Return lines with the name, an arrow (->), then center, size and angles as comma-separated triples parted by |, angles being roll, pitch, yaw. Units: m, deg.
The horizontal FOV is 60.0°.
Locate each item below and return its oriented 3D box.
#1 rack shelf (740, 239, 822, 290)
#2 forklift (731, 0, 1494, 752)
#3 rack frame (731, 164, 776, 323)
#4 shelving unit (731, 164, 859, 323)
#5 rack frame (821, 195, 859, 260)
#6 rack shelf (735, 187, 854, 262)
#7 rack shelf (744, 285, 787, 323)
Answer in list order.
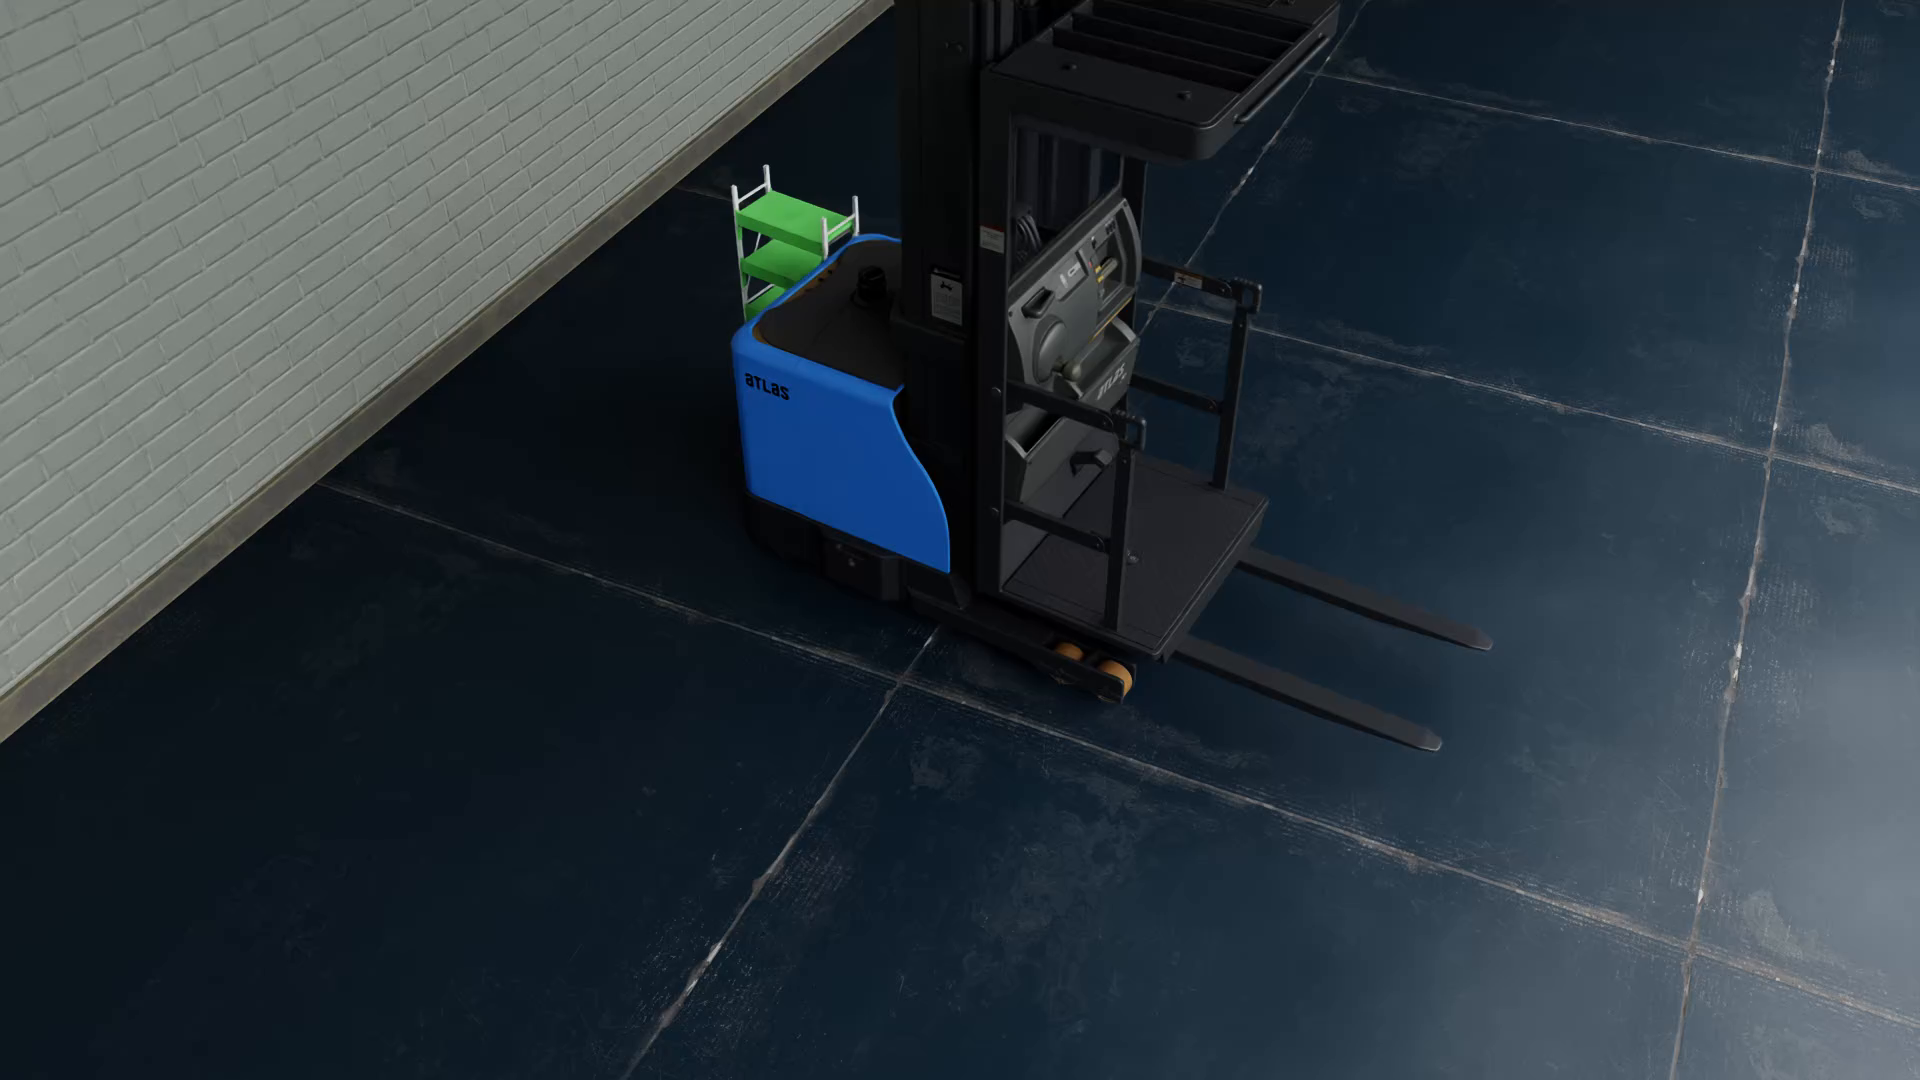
rack shelf -> -0.713, -1.178, 7.425 | 0.480, 0.148, 0.258 | 24, 46, 25
forklift -> 0.605, -0.871, 6.017 | 3.031, 2.935, 1.130 | 21, 45, 23
rack frame -> -0.915, -1.135, 7.643 | 0.015, 1.200, 0.240 | 24, 46, 25
shelving unit -> -0.713, -1.045, 7.540 | 0.503, 1.200, 0.258 | 24, 46, 25
rack frame -> -0.512, -0.956, 7.436 | 0.015, 1.200, 0.240 | 24, 46, 25
rack shelf -> -0.713, -1.360, 7.267 | 0.480, 0.148, 0.258 | 24, 46, 25
rack shelf -> -0.713, -0.997, 7.582 | 0.480, 0.148, 0.258 | 24, 46, 25
